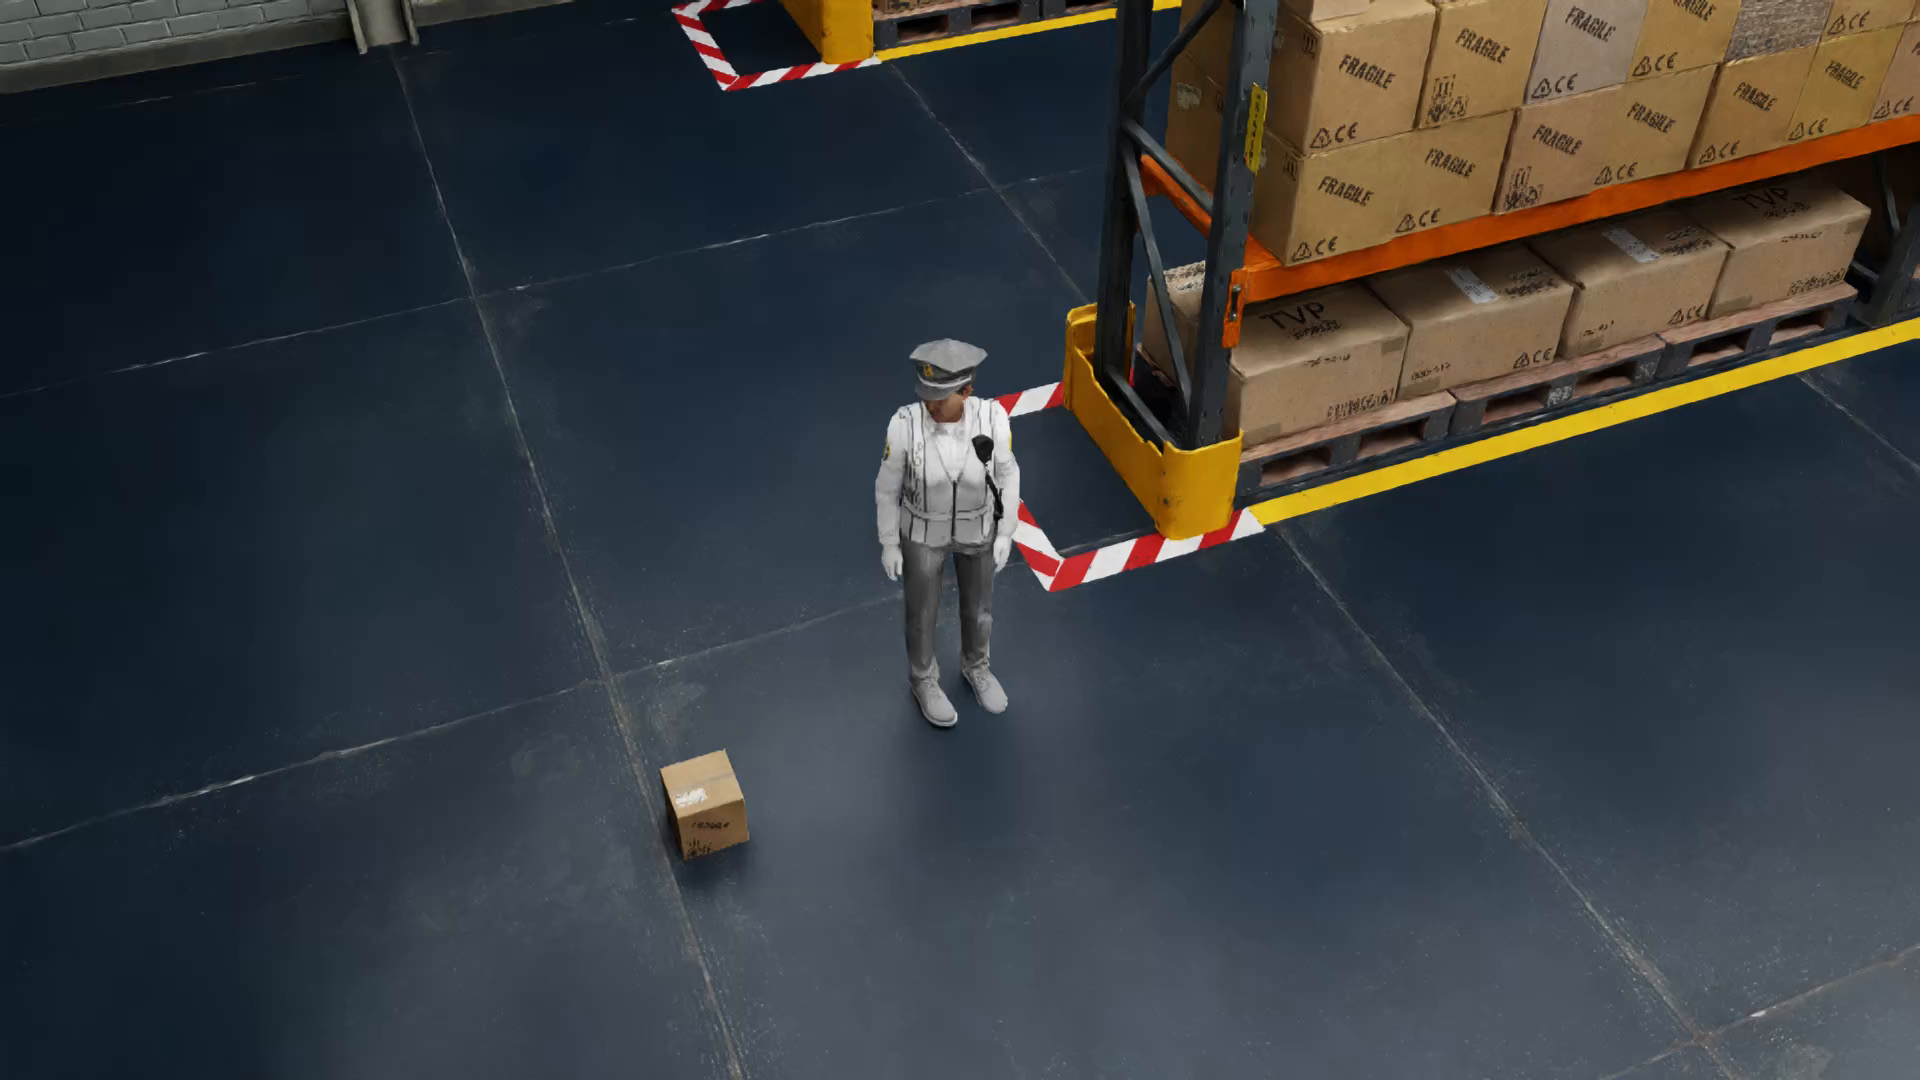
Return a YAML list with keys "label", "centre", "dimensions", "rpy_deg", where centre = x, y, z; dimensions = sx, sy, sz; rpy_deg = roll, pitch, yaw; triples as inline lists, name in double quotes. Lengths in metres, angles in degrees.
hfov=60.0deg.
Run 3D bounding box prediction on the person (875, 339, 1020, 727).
- label: "person"
  centre: [-0.039, 0.004, 6.143]
  dimensions: [0.529, 1.721, 0.378]
  rpy_deg: [-5, 42, -5]
